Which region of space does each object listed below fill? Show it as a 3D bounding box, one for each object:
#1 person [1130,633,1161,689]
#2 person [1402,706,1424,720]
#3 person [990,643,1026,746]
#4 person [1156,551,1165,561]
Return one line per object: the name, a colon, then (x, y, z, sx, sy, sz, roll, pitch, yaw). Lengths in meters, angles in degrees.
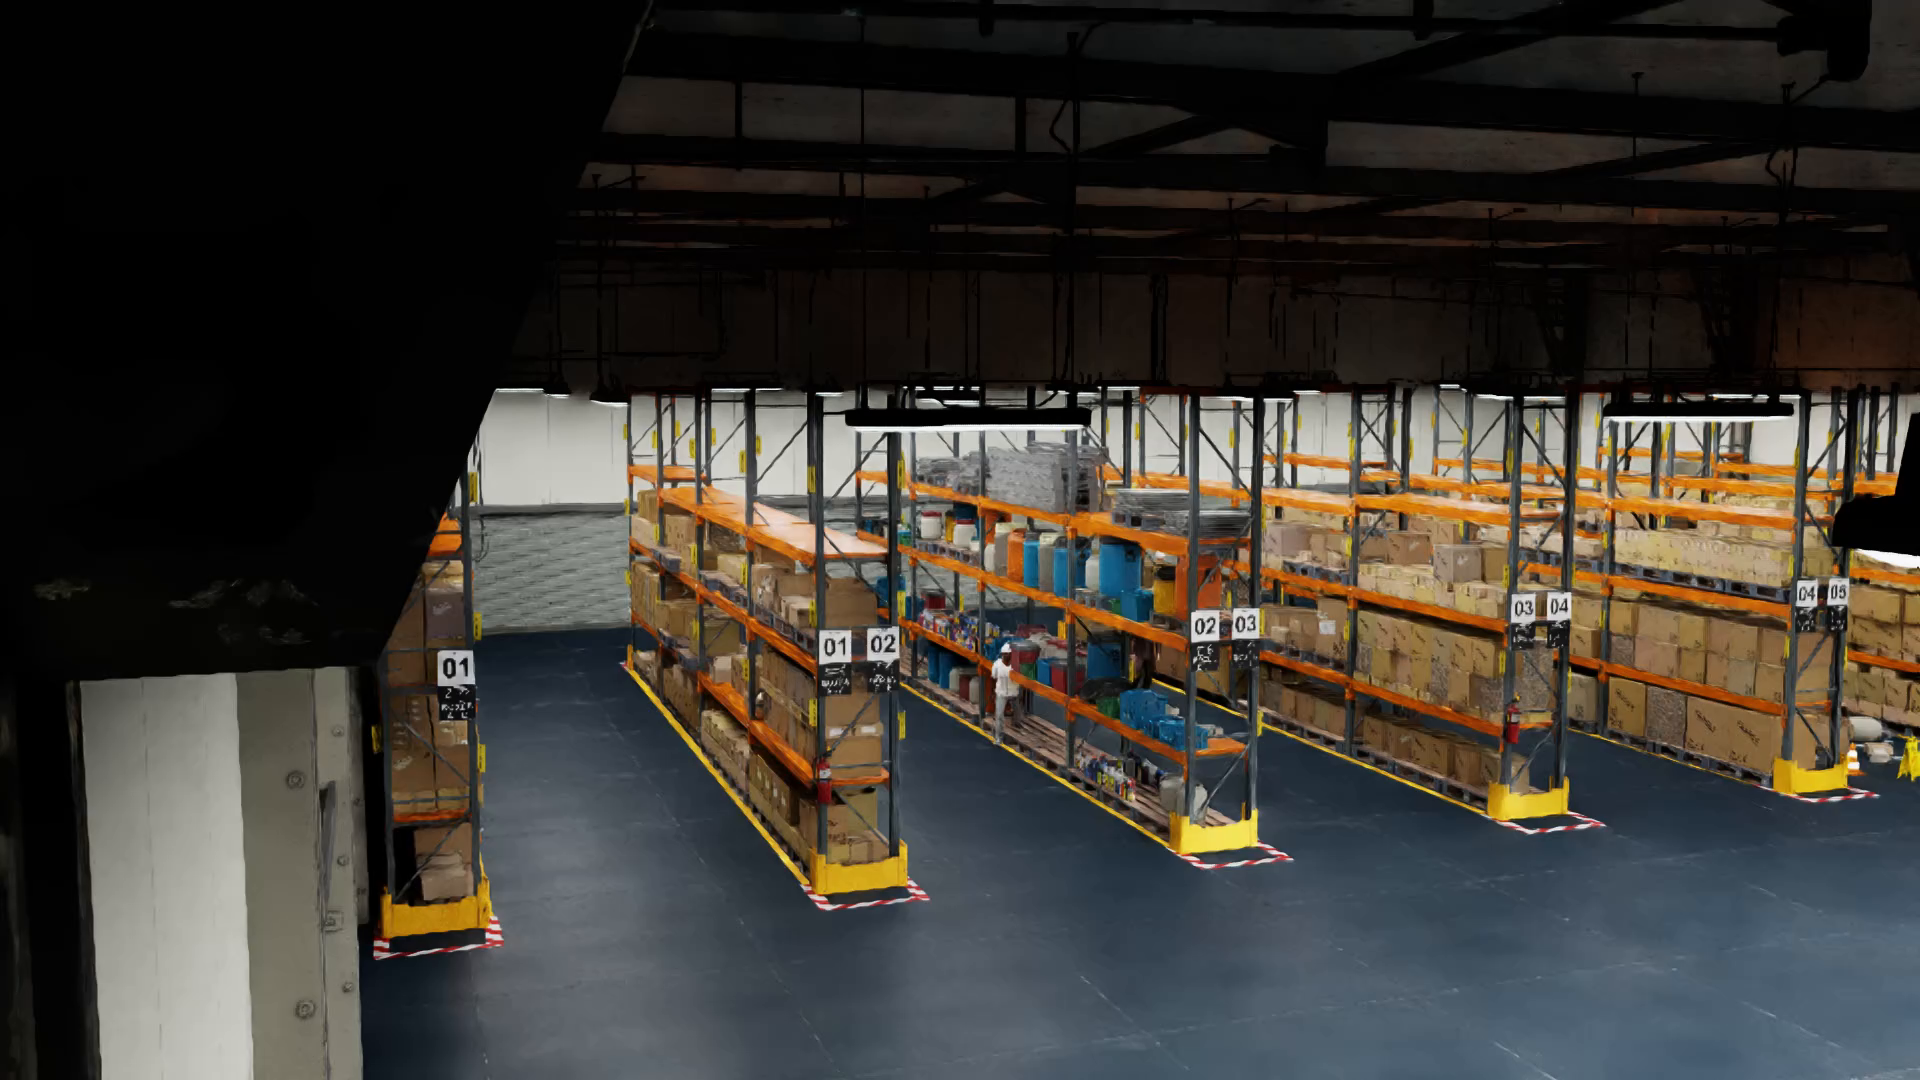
person: (3.476, 2.206, 31.676, 0.729, 1.733, 0.546, -2, 6, -21)
person: (7.803, 2.507, 28.763, 0.564, 1.718, 0.445, 5, 8, 41)
person: (0.809, 2.586, 28.066, 0.617, 1.727, 0.982, 0, 6, 3)
person: (5.024, 1.120, 42.251, 0.677, 1.726, 0.574, -2, 6, -21)
